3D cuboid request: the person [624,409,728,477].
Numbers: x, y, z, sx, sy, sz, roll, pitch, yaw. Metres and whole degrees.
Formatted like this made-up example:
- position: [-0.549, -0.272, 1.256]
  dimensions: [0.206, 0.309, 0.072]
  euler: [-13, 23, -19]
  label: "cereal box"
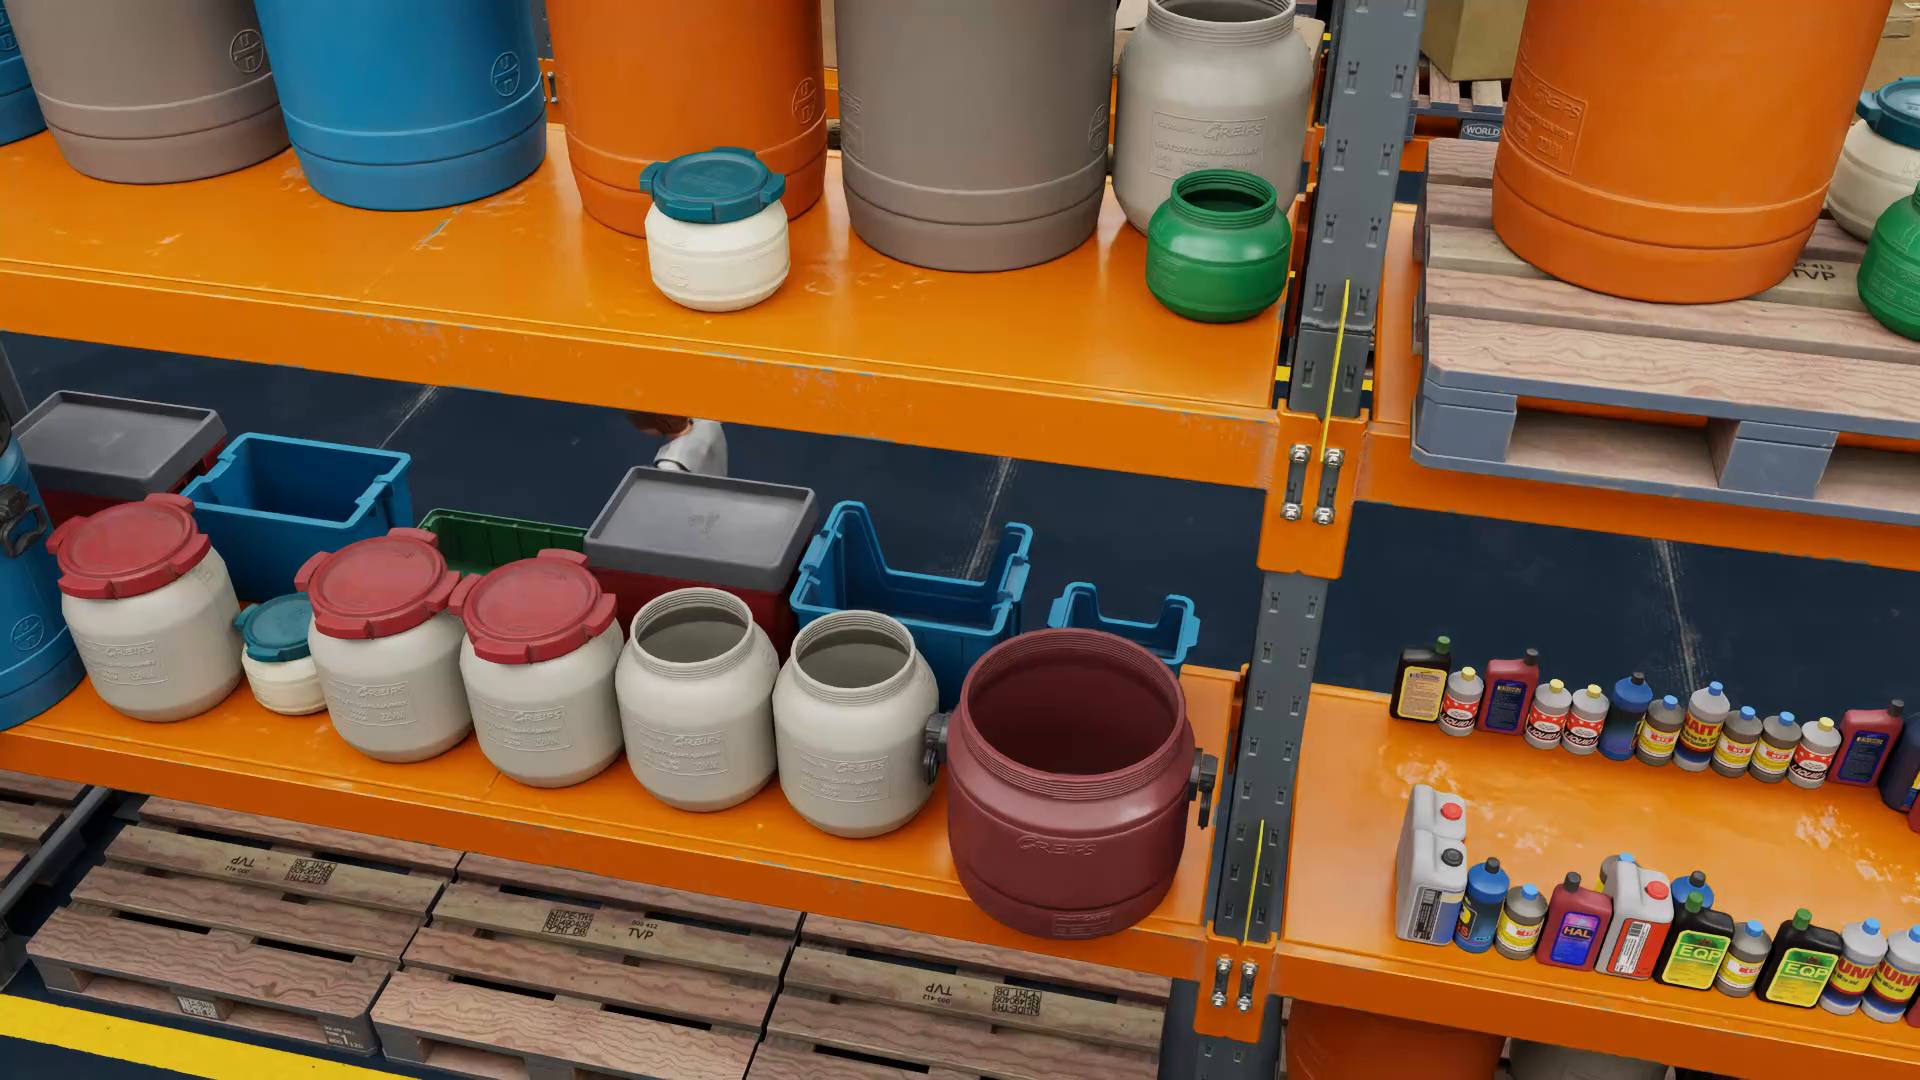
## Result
- position: [-0.974, 0.085, 6.094]
  dimensions: [0.368, 1.551, 0.423]
  euler: [8, 38, 11]
  label: "person"
